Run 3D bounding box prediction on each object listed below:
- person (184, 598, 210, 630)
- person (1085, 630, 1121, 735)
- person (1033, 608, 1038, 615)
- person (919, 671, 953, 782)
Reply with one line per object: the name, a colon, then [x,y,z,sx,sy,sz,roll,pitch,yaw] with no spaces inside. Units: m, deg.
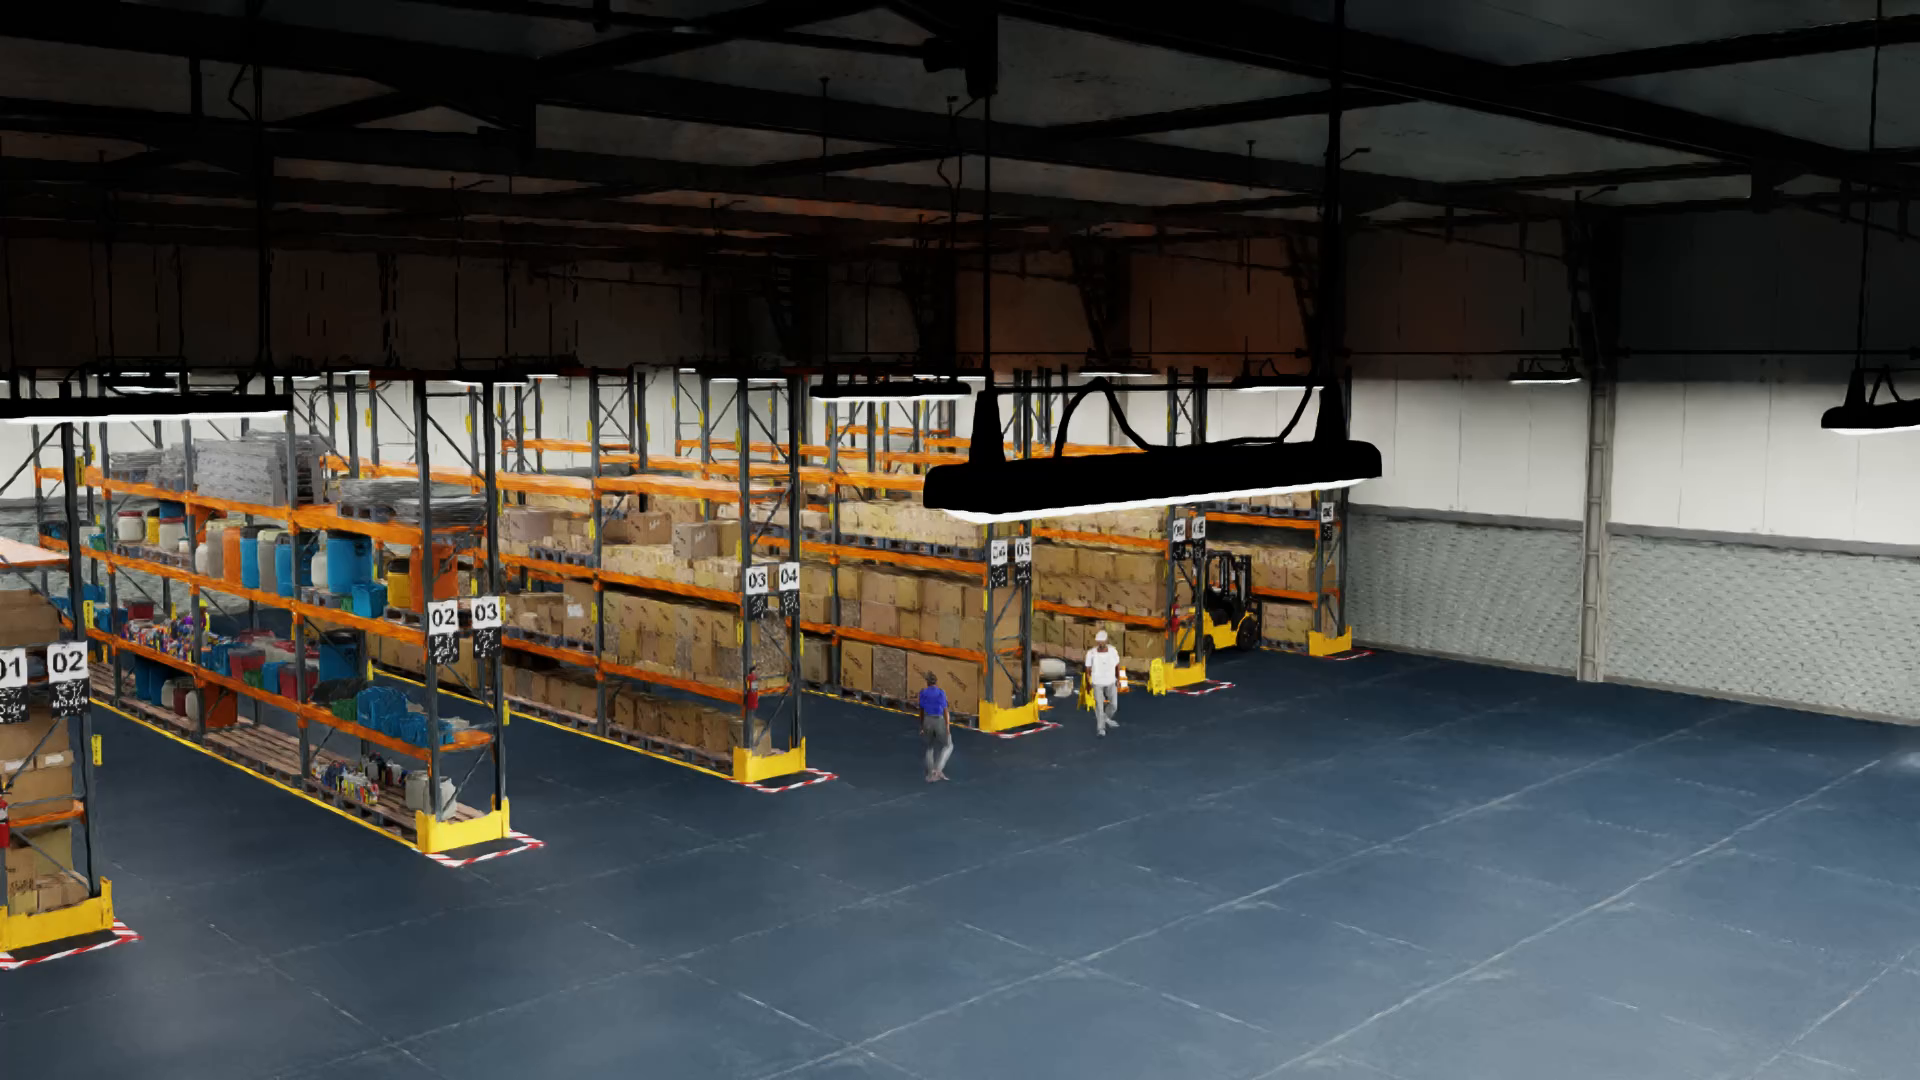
person: [-14.407,1.936,31.431,0.828,1.702,0.704,3,7,27]
person: [2.373,2.355,27.576,0.615,1.760,0.554,-1,6,-7]
person: [1.811,1.080,38.565,0.641,1.774,0.684,-2,7,-18]
person: [-0.376,2.750,24.496,0.501,1.656,0.422,2,7,18]
